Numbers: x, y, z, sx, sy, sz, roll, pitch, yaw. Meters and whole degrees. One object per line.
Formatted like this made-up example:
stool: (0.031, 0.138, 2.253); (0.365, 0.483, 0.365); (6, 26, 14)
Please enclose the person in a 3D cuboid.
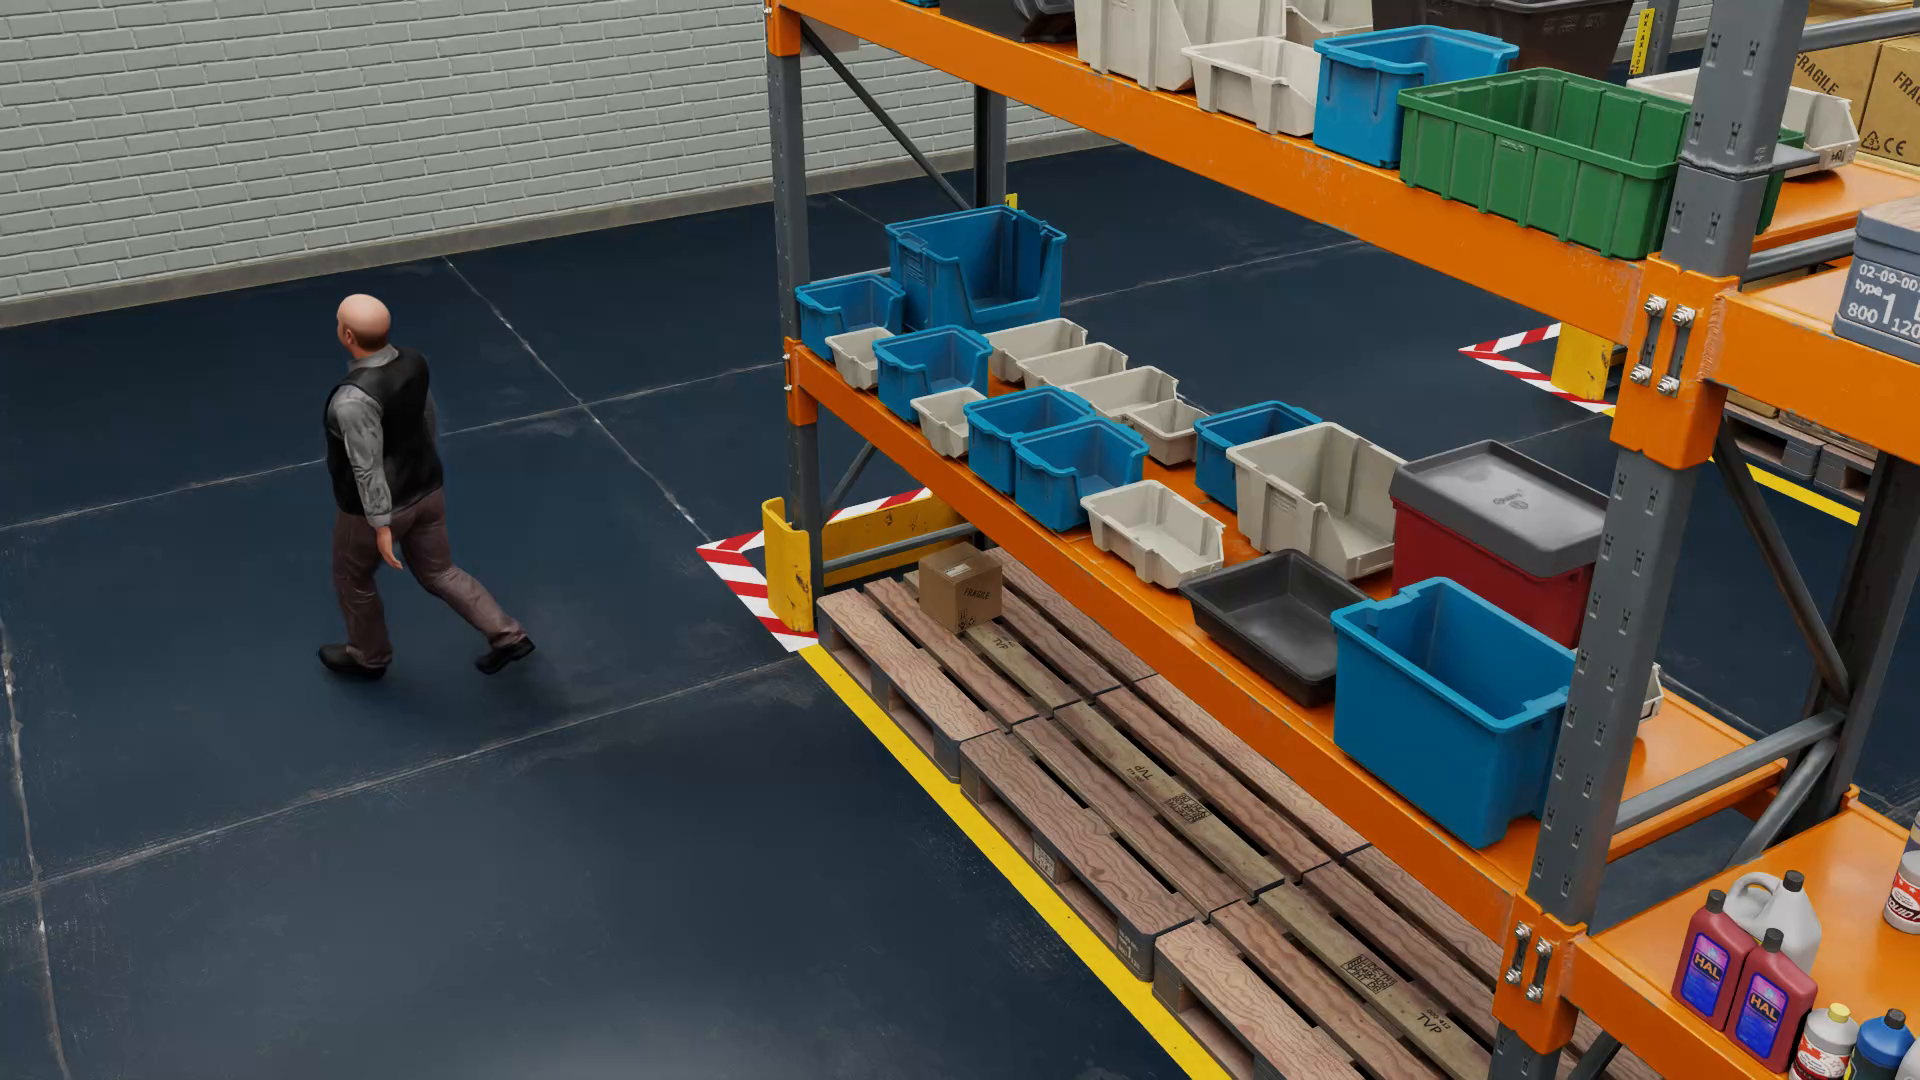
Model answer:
person: (-2.196, -0.136, 6.543); (0.963, 1.607, 0.561); (11, 31, 20)
